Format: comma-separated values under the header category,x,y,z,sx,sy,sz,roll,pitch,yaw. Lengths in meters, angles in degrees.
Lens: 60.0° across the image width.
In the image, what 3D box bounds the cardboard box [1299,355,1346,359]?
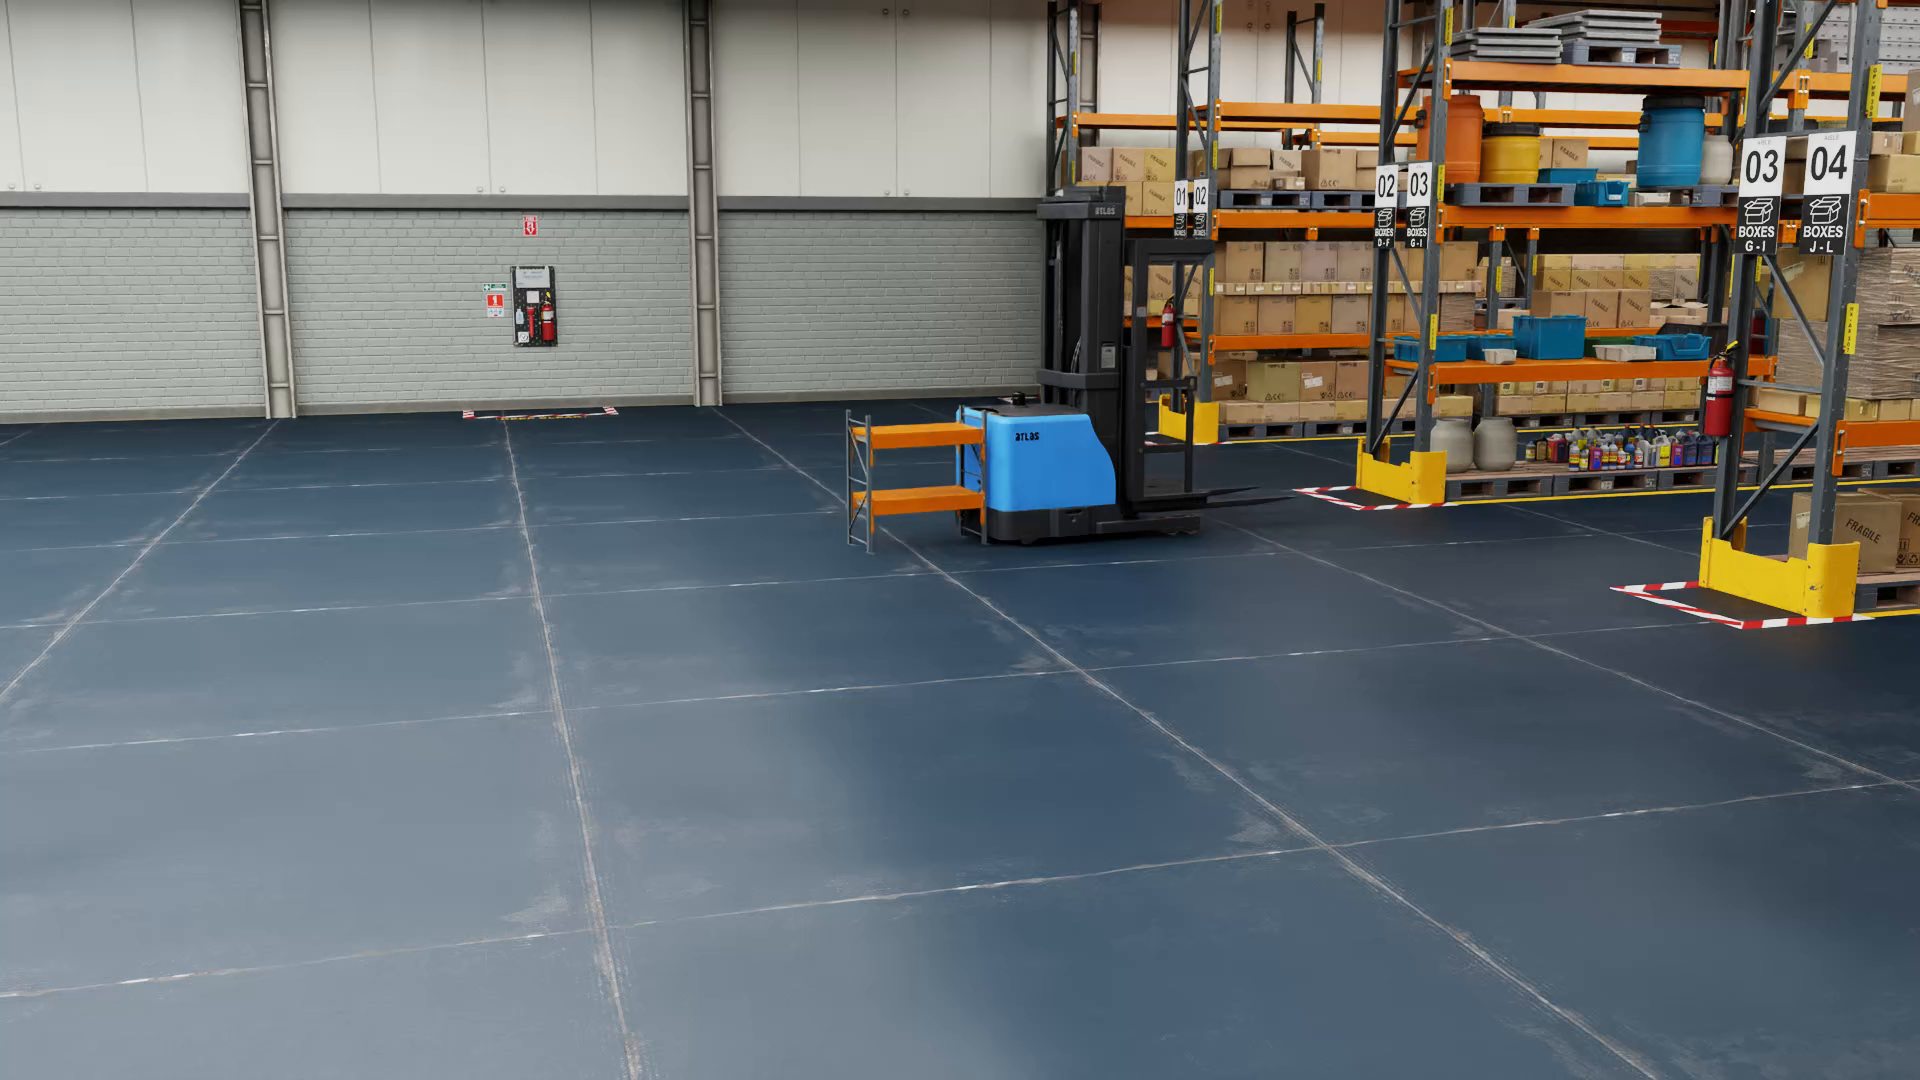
category,x,y,z,sx,sy,sz,roll,pitch,yaw
cardboard box,4.778,-2.154,21.823,0.500,0.500,0.500,-3,11,-16

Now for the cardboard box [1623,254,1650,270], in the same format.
category,x,y,z,sx,sy,sz,roll,pitch,yaw
cardboard box,11.194,-4.672,27.914,0.500,0.250,0.500,-3,11,-17

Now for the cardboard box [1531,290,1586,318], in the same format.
category,x,y,z,sx,sy,sz,roll,pitch,yaw
cardboard box,7.998,-3.088,22.258,0.500,0.500,0.500,-2,11,-12

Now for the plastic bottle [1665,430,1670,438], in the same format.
category,x,y,z,sx,sy,sz,roll,pitch,yaw
plastic bottle,7.431,-1.015,17.565,0.133,0.283,0.061,-3,11,-16

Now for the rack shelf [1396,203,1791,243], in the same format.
category,x,y,z,sx,sy,sz,roll,pitch,yaw
rack shelf,6.211,-3.135,16.492,4.000,0.370,1.077,-3,11,-16

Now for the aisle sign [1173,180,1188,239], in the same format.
category,x,y,z,sx,sy,sz,roll,pitch,yaw
aisle sign,2.765,-4.100,20.850,0.004,0.787,0.394,-3,11,-16

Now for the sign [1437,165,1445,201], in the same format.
category,x,y,z,sx,sy,sz,roll,pitch,yaw
sign,4.440,-3.296,15.355,0.005,0.325,0.100,-3,11,-16

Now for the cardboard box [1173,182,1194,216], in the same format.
category,x,y,z,sx,sy,sz,roll,pitch,yaw
cardboard box,3.444,-5.221,25.504,0.500,0.500,0.500,-2,11,-12

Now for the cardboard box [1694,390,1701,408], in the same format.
category,x,y,z,sx,sy,sz,roll,pitch,yaw
cardboard box,10.154,-1.963,22.862,0.500,0.250,0.500,-3,11,-15

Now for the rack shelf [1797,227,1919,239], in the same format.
category,x,y,z,sx,sy,sz,roll,pitch,yaw
rack shelf,14.964,-5.464,29.145,4.000,0.370,1.077,-3,11,-16

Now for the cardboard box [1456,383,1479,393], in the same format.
category,x,y,z,sx,sy,sz,roll,pitch,yaw
cardboard box,7.059,-2.176,22.468,0.500,0.311,0.500,-3,11,-16

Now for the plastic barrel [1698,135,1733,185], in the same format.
category,x,y,z,sx,sy,sz,roll,pitch,yaw
plastic barrel,7.663,-3.864,16.995,0.421,0.512,0.421,0,10,0

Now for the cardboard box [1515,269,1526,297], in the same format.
category,x,y,z,sx,sy,sz,roll,pitch,yaw
cardboard box,9.583,-4.314,28.043,0.500,0.500,0.500,-3,11,-16

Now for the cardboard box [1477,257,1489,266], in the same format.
category,x,y,z,sx,sy,sz,roll,pitch,yaw
cardboard box,8.575,-4.582,27.369,0.250,0.149,0.380,-5,12,-25

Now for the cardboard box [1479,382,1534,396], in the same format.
category,x,y,z,sx,sy,sz,roll,pitch,yaw
cardboard box,7.217,-2.083,21.965,0.500,0.311,0.500,-3,11,-16

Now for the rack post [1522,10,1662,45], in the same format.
category,x,y,z,sx,sy,sz,roll,pitch,yaw
rack post,6.142,-4.929,16.174,0.954,0.300,0.937,-3,11,-17

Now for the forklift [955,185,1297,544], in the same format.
category,x,y,z,sx,sy,sz,roll,pitch,yaw
forklift,1.516,-1.558,14.415,3.031,2.935,1.130,-5,11,-24

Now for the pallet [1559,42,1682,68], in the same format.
category,x,y,z,sx,sy,sz,roll,pitch,yaw
pallet,6.174,-4.666,16.166,1.213,0.211,1.003,-3,11,-16

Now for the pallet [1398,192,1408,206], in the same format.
category,x,y,z,sx,sy,sz,roll,pitch,yaw
pallet,5.939,-4.360,21.404,1.213,0.211,1.003,-3,11,-16

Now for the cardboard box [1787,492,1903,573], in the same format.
category,x,y,z,sx,sy,sz,roll,pitch,yaw
cardboard box,6.279,-0.057,11.815,0.500,0.500,0.500,-1,10,-5

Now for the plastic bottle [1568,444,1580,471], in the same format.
category,x,y,z,sx,sy,sz,roll,pitch,yaw
plastic bottle,6.119,-0.824,16.560,0.097,0.271,0.097,0,10,0

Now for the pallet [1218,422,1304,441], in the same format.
category,x,y,z,sx,sy,sz,roll,pitch,yaw
pallet,3.633,-1.448,21.329,1.213,0.211,1.003,-3,11,-16

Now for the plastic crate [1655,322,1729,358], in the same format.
category,x,y,z,sx,sy,sz,roll,pitch,yaw
plastic crate,7.593,-2.080,17.230,0.504,0.338,0.767,-3,11,-16

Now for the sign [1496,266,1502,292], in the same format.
category,x,y,z,sx,sy,sz,roll,pitch,yaw
sign,6.907,-3.344,21.317,0.005,0.325,0.100,-3,11,-16

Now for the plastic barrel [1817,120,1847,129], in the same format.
category,x,y,z,sx,sy,sz,roll,pitch,yaw
plastic barrel,9.187,-3.933,17.455,0.600,0.901,0.600,0,10,0

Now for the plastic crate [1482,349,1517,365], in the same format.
category,x,y,z,sx,sy,sz,roll,pitch,yaw
plastic crate,5.240,-1.772,16.114,0.250,0.136,0.298,-3,11,-16

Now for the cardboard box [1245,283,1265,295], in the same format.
category,x,y,z,sx,sy,sz,roll,pitch,yaw
cardboard box,3.600,-3.138,20.738,0.250,0.149,0.380,-3,11,-17

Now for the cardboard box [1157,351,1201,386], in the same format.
category,x,y,z,sx,sy,sz,roll,pitch,yaw
cardboard box,3.477,-2.698,26.106,0.500,0.500,0.700,-4,11,-20

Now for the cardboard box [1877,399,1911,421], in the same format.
category,x,y,z,sx,sy,sz,roll,pitch,yaw
cardboard box,6.261,-0.910,11.398,0.250,0.149,0.380,-3,11,-16

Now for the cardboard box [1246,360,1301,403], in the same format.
category,x,y,z,sx,sy,sz,roll,pitch,yaw
cardboard box,3.967,-2.011,21.046,0.500,0.500,0.500,-3,11,-16

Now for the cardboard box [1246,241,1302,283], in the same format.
category,x,y,z,sx,sy,sz,roll,pitch,yaw
cardboard box,3.916,-3.512,20.981,0.500,0.500,0.700,-3,11,-17

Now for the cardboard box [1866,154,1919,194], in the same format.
category,x,y,z,sx,sy,sz,roll,pitch,yaw
cardboard box,6.210,-2.432,11.102,0.500,0.250,0.500,-3,11,-14

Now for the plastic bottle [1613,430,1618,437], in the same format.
category,x,y,z,sx,sy,sz,roll,pitch,yaw
plastic bottle,6.889,-1.016,17.566,0.133,0.283,0.061,-3,11,-13

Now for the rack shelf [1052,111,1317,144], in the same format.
category,x,y,z,sx,sy,sz,roll,pitch,yaw
rack shelf,3.442,-6.331,25.575,4.000,0.370,1.077,-3,11,-16

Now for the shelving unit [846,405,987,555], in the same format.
category,x,y,z,sx,sy,sz,roll,pitch,yaw
shelving unit,-0.356,-0.511,13.717,1.048,1.125,0.538,-5,11,-24

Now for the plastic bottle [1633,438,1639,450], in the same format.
category,x,y,z,sx,sy,sz,roll,pitch,yaw
plastic bottle,6.912,-0.897,16.923,0.133,0.283,0.061,-3,11,-16

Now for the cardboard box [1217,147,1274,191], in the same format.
category,x,y,z,sx,sy,sz,roll,pitch,yaw
cardboard box,3.463,-4.603,20.649,0.637,0.503,0.797,-2,11,-12

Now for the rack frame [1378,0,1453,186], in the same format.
category,x,y,z,sx,sy,sz,roll,pitch,yaw
rack frame,4.291,-4.863,15.605,0.127,3.000,1.000,-3,11,-16

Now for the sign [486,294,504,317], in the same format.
category,x,y,z,sx,sy,sz,roll,pitch,yaw
sign,-6.752,-3.406,24.162,0.234,0.329,0.001,-3,11,-16

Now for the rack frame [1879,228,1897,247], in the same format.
category,x,y,z,sx,sy,sz,roll,pitch,yaw
rack frame,16.884,-4.444,29.901,0.127,3.000,1.000,-3,11,-16

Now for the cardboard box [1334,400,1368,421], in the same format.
category,x,y,z,sx,sy,sz,roll,pitch,yaw
cardboard box,4.928,-1.692,21.386,0.500,0.250,0.500,-3,11,-16

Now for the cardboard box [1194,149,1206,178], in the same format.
category,x,y,z,sx,sy,sz,roll,pitch,yaw
cardboard box,3.935,-5.732,25.522,0.500,0.500,0.500,-3,11,-18

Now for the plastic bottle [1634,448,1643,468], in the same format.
category,x,y,z,sx,sy,sz,roll,pitch,yaw
plastic bottle,6.836,-0.828,16.771,0.097,0.201,0.097,0,10,0

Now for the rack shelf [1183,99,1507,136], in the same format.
category,x,y,z,sx,sy,sz,roll,pitch,yaw
rack shelf,4.830,-5.275,20.935,4.000,0.370,1.077,-3,11,-16

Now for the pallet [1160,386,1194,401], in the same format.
category,x,y,z,sx,sy,sz,roll,pitch,yaw
pallet,3.554,-2.363,26.298,1.213,0.211,1.003,-3,11,-16

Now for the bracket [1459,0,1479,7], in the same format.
category,x,y,z,sx,sy,sz,roll,pitch,yaw
bracket,8.211,-8.804,27.072,0.430,0.232,0.235,-3,11,-16

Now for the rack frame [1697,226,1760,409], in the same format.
category,x,y,z,sx,sy,sz,roll,pitch,yaw
rack frame,10.591,-3.178,23.026,0.127,3.000,1.000,-3,11,-16

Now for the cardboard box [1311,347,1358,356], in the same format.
category,x,y,z,sx,sy,sz,roll,pitch,yaw
cardboard box,6.064,-2.864,27.007,0.500,0.500,0.700,-3,11,-14

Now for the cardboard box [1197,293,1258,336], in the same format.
category,x,y,z,sx,sy,sz,roll,pitch,yaw
cardboard box,3.362,-2.844,20.934,0.500,0.500,0.700,-3,11,-16

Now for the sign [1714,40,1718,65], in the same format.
category,x,y,z,sx,sy,sz,roll,pitch,yaw
sign,10.430,-6.721,22.900,0.005,0.325,0.100,-3,11,-16

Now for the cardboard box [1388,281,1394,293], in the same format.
category,x,y,z,sx,sy,sz,roll,pitch,yaw
cardboard box,5.330,-3.229,21.234,0.250,0.149,0.380,-3,11,-14

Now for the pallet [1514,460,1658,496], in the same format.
category,x,y,z,sx,sy,sz,roll,pitch,yaw
pallet,6.301,-0.654,17.016,1.213,0.211,1.003,-3,11,-16
